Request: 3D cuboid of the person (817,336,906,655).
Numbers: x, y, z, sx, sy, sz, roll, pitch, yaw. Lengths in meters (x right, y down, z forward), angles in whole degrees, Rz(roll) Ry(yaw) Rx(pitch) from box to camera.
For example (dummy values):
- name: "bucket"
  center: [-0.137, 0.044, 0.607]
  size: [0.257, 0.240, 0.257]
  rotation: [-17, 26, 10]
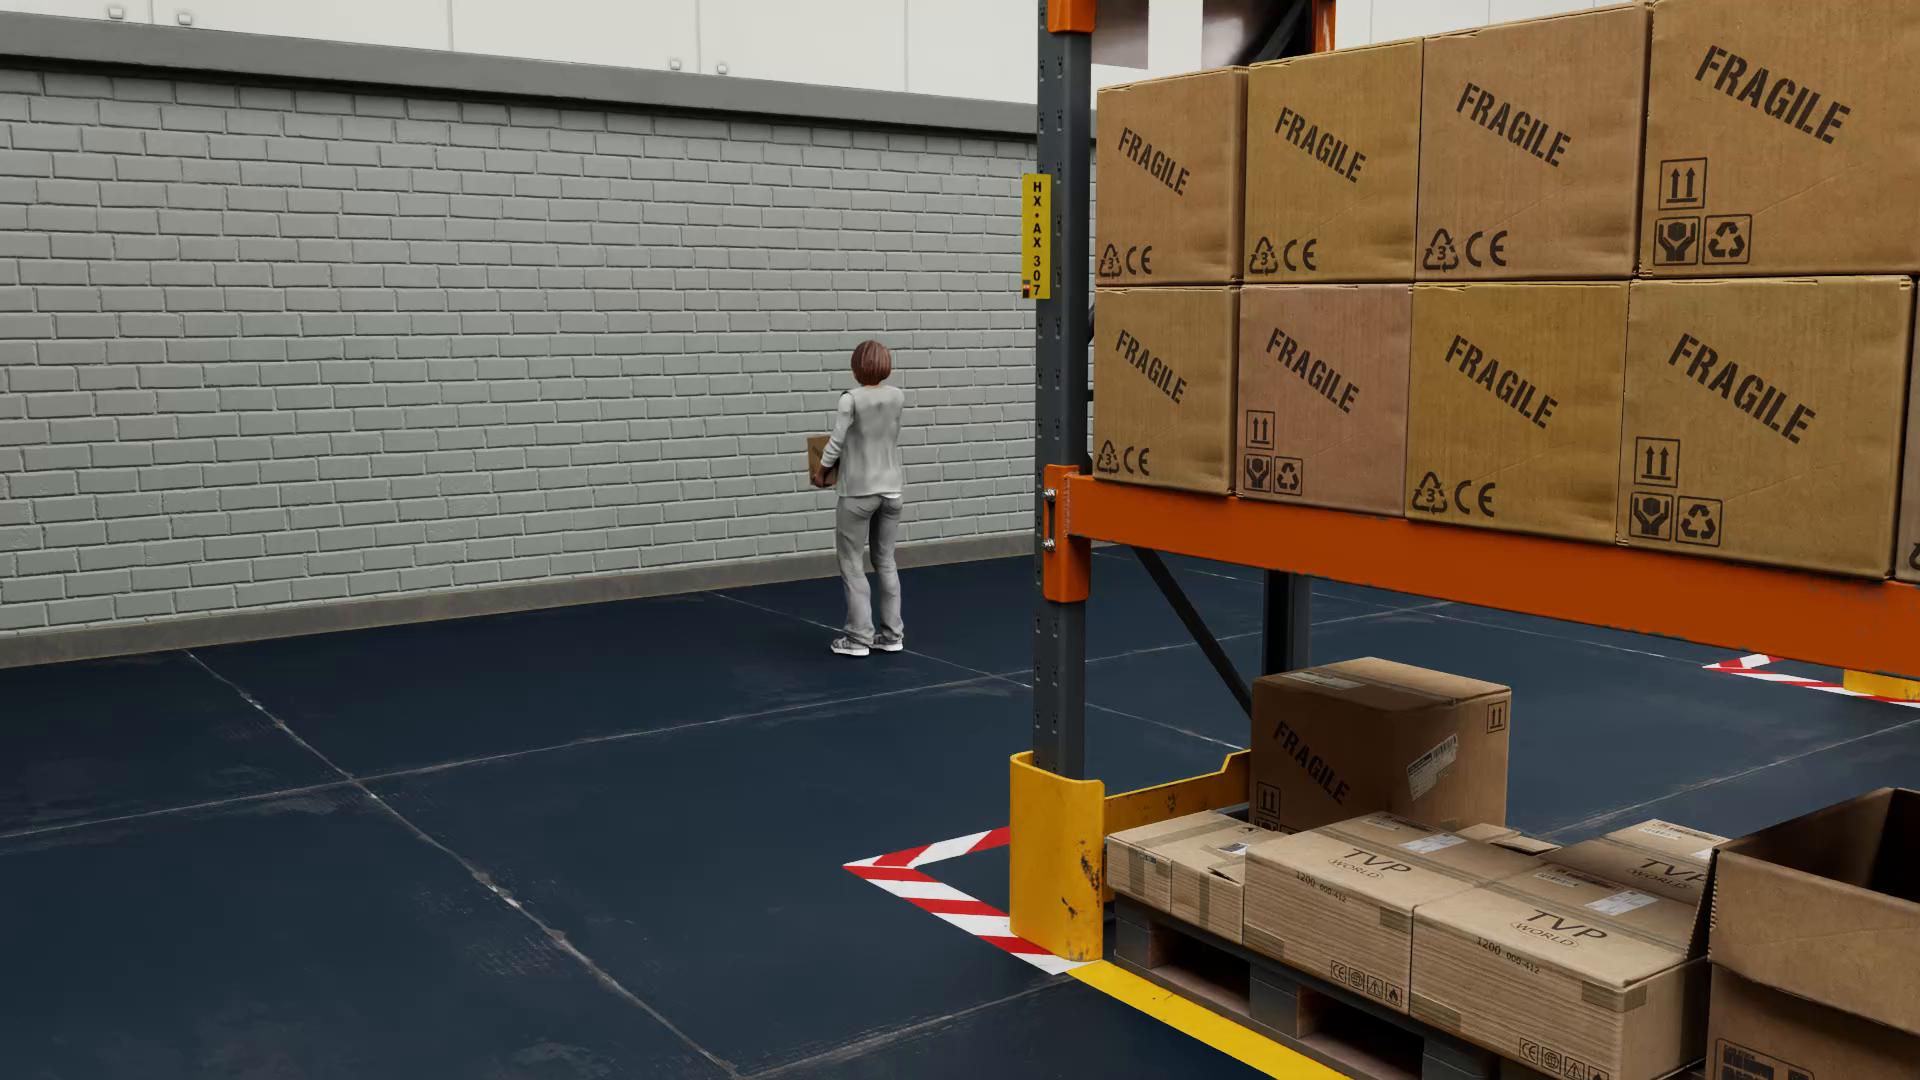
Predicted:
- name: "person"
  center: [-0.499, -0.225, 8.419]
  size: [0.442, 1.603, 0.449]
  rotation: [-6, 10, -36]
